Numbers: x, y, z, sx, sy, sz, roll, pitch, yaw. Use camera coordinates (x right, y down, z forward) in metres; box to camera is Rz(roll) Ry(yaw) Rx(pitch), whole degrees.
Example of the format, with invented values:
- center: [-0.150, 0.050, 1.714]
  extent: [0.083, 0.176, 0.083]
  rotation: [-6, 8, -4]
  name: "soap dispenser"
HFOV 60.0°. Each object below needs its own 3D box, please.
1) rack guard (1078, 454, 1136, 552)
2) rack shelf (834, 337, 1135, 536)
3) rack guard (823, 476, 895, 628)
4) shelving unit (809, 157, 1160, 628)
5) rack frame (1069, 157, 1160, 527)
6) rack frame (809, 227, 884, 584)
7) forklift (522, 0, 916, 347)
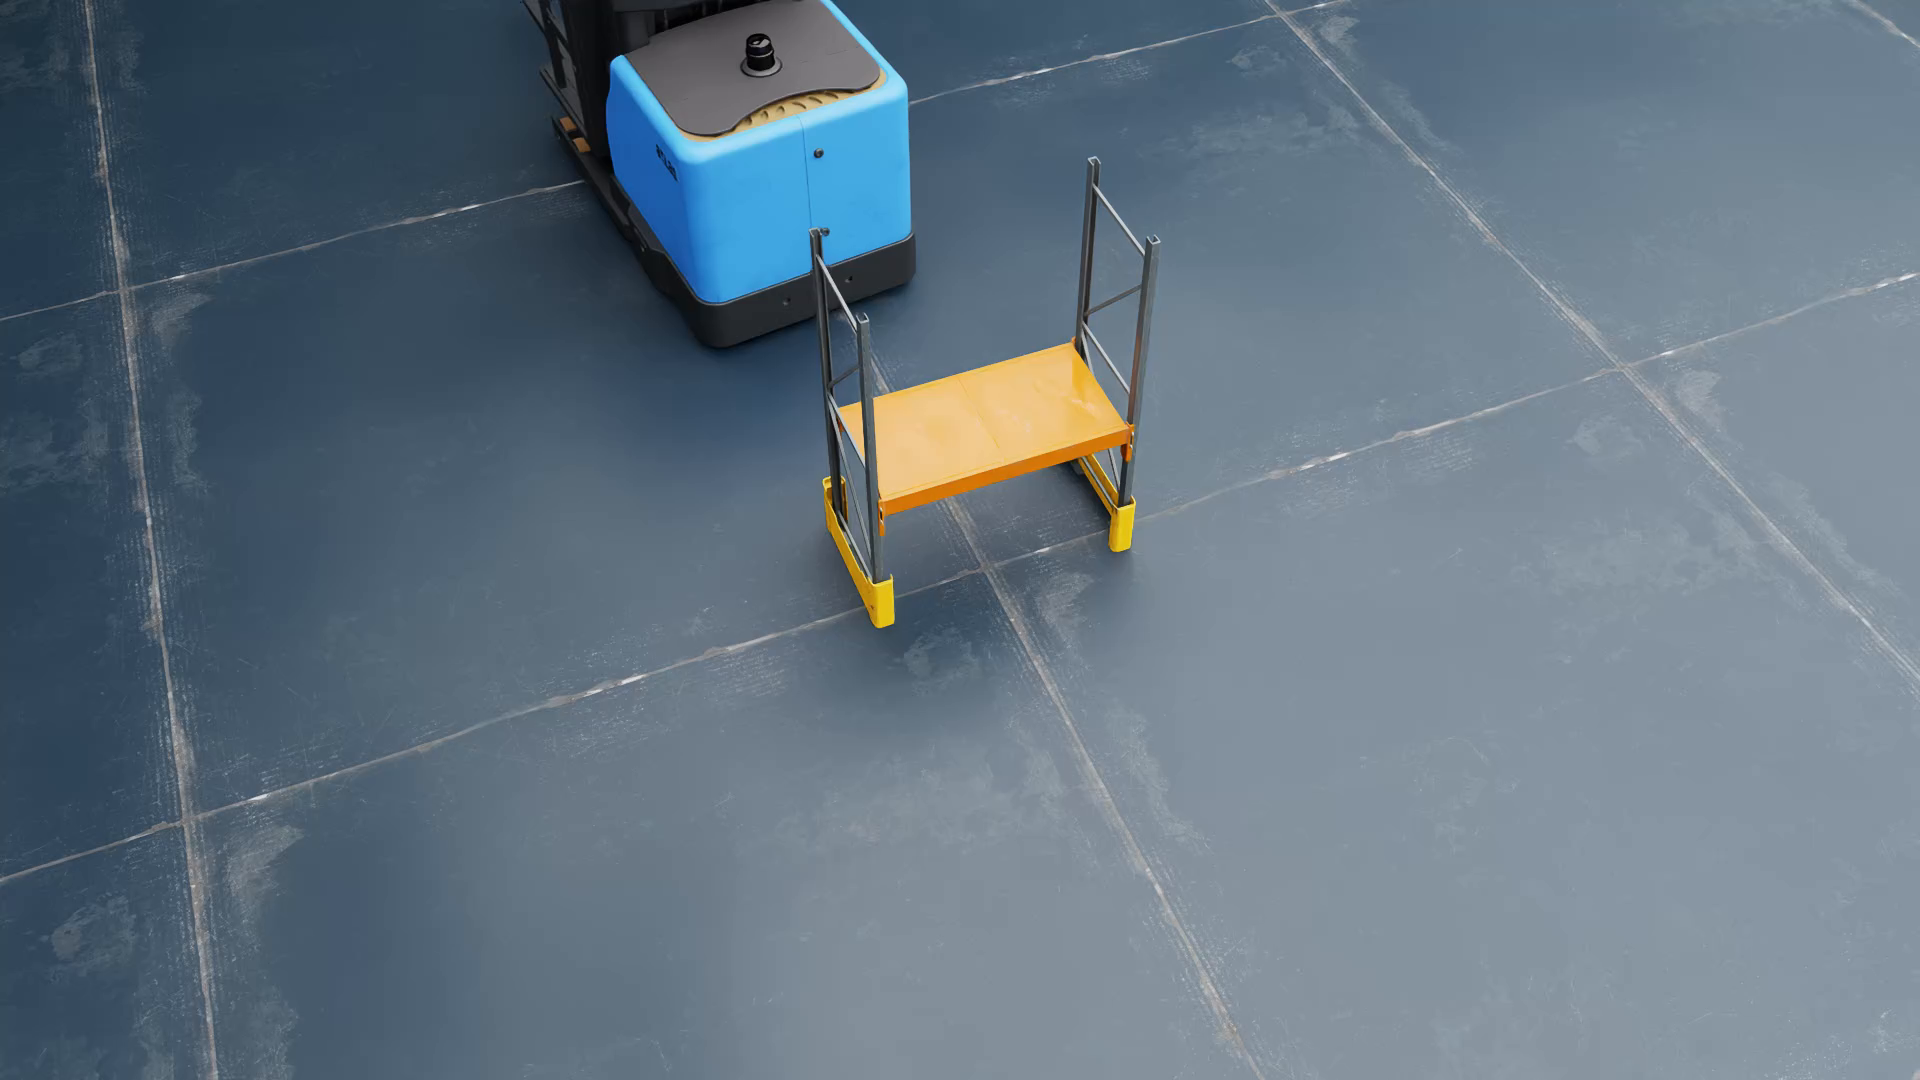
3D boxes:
- center: [0.532, -0.246, 6.637]
  extent: [0.087, 0.250, 0.587]
  rotation: [-17, 52, -14]
  name: "rack guard"
- center: [0.079, -0.396, 6.179]
  extent: [1.000, 0.185, 0.538]
  rotation: [-17, 52, -14]
  name: "rack shelf"
- center: [-0.390, 0.040, 6.392]
  extent: [0.087, 0.250, 0.587]
  rotation: [-17, 52, -14]
  name: "rack guard"
- center: [0.071, -0.510, 6.041]
  extent: [1.083, 1.500, 0.587]
  rotation: [-17, 52, -14]
  name: "shelving unit"
- center: [0.550, -0.659, 6.168]
  extent: [0.032, 1.500, 0.500]
  rotation: [-17, 52, -14]
  name: "rack frame"
- center: [-0.392, -0.367, 5.918]
  extent: [0.032, 1.500, 0.500]
  rotation: [-17, 52, -14]
  name: "rack frame"
- center: [-1.353, -2.913, 7.160]
  extent: [1.130, 2.935, 3.031]
  rotation: [-23, 53, -18]
  name: "forklift"
